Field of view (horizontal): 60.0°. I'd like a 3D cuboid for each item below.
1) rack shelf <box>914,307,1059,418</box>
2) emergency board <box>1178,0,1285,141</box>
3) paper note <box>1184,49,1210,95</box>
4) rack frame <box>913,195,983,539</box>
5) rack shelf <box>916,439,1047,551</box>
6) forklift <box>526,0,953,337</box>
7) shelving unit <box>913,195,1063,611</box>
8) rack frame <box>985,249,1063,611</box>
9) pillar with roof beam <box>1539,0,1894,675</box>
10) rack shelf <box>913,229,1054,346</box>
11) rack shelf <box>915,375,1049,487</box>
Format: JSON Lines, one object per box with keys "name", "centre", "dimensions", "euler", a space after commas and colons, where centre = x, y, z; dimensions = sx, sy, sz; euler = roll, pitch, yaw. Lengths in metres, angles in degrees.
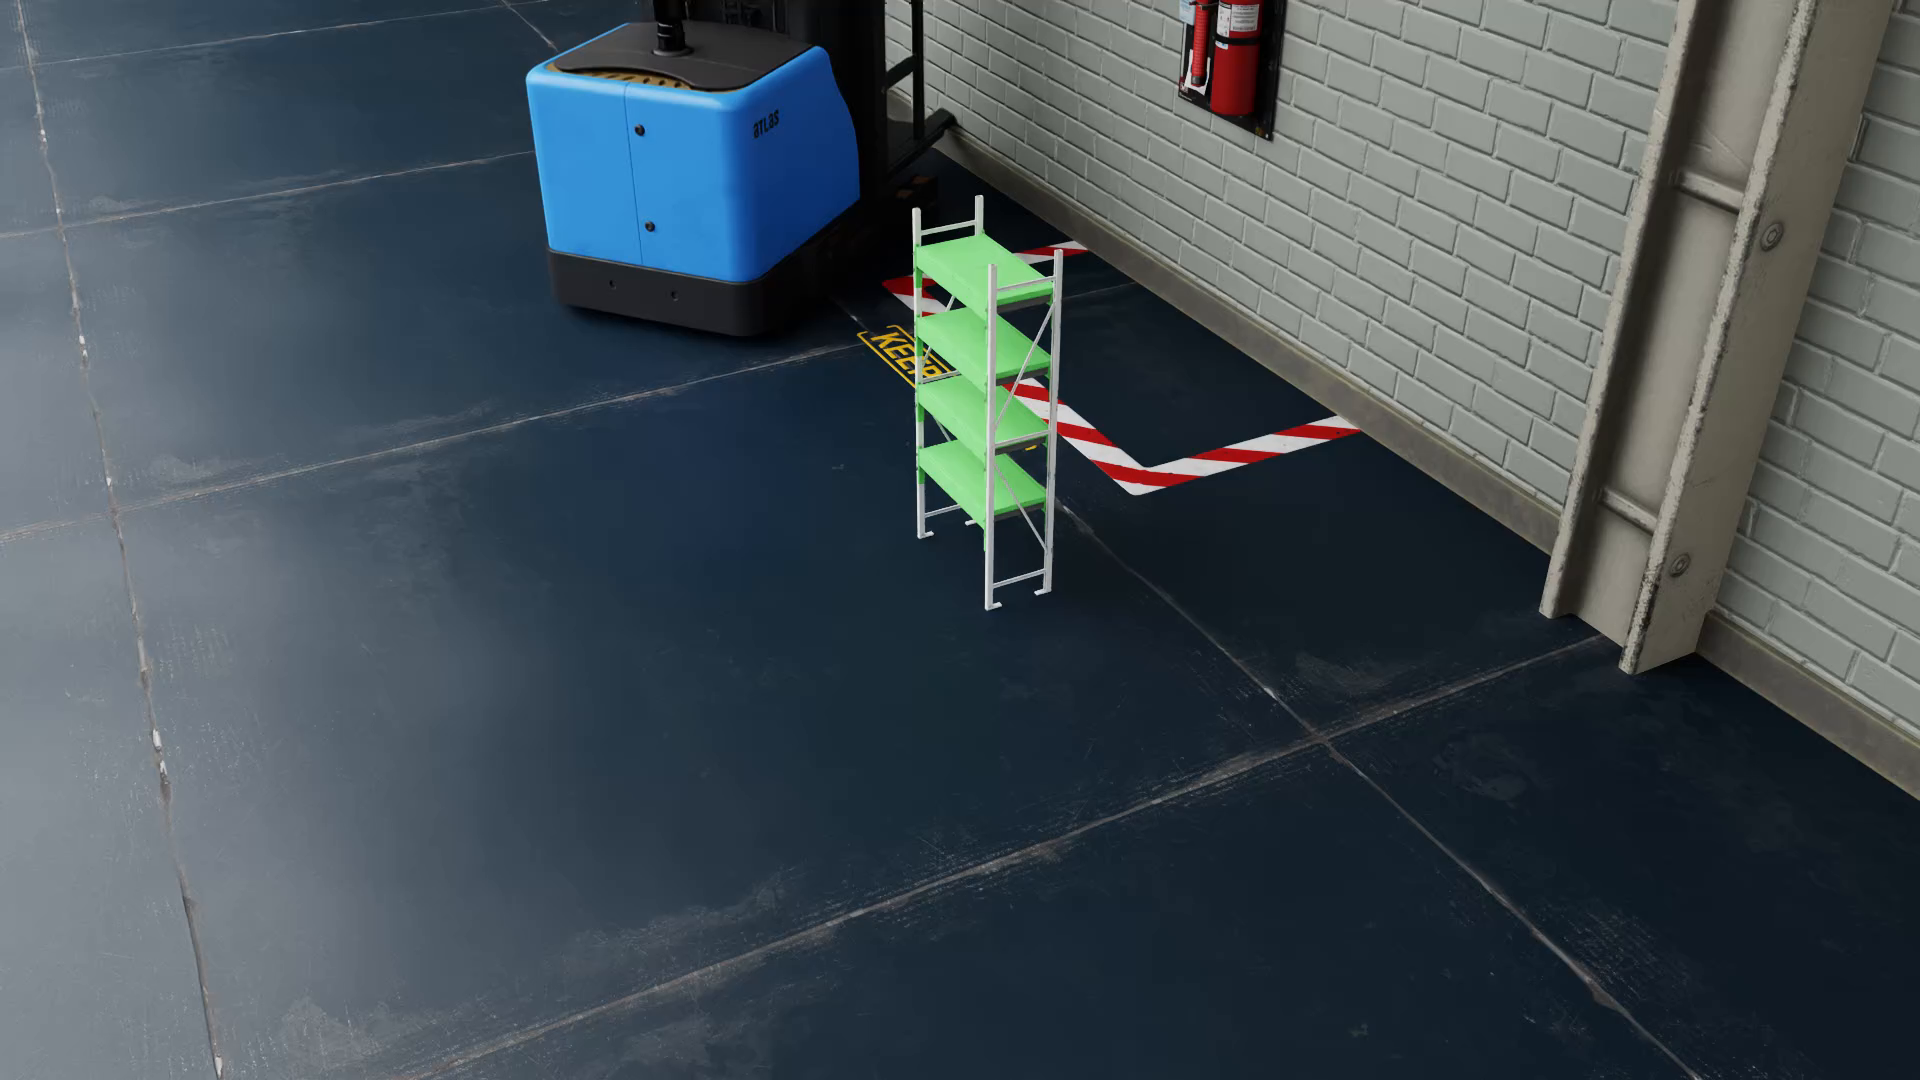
{"name": "rack shelf", "centre": [0.077, -0.574, 5.208], "dimensions": [0.258, 0.148, 0.480], "euler": [-16, 36, -23]}
{"name": "emergency board", "centre": [0.984, -2.169, 6.354], "dimensions": [0.194, 1.169, 0.643], "euler": [-16, 36, -23]}
{"name": "paper note", "centre": [0.963, -1.899, 6.751], "dimensions": [0.016, 0.148, 0.142], "euler": [-16, 36, -23]}
{"name": "rack frame", "centre": [-0.037, -0.543, 5.485], "dimensions": [0.240, 1.200, 0.015], "euler": [-16, 36, -23]}
{"name": "rack shelf", "centre": [0.077, -0.170, 5.467], "dimensions": [0.258, 0.148, 0.480], "euler": [-16, 36, -23]}
{"name": "forklift", "centre": [-0.757, -2.867, 7.508], "dimensions": [1.130, 2.935, 3.031], "euler": [13, 35, 19]}
{"name": "shelving unit", "centre": [0.077, -0.426, 5.303], "dimensions": [0.258, 1.200, 0.503], "euler": [-16, 36, -23]}
{"name": "rack frame", "centre": [0.191, -0.310, 5.121], "dimensions": [0.240, 1.200, 0.015], "euler": [-16, 36, -23]}
{"name": "pillar with roof beam", "centre": [-1.706, -2.423, 1.190], "dimensions": [9.100, 9.000, 0.400], "euler": [-16, 36, -23]}
{"name": "rack shelf", "centre": [0.077, -0.777, 5.079], "dimensions": [0.258, 0.148, 0.480], "euler": [-16, 36, -23]}
{"name": "rack shelf", "centre": [0.077, -0.372, 5.337], "dimensions": [0.258, 0.148, 0.480], "euler": [-16, 36, -23]}
